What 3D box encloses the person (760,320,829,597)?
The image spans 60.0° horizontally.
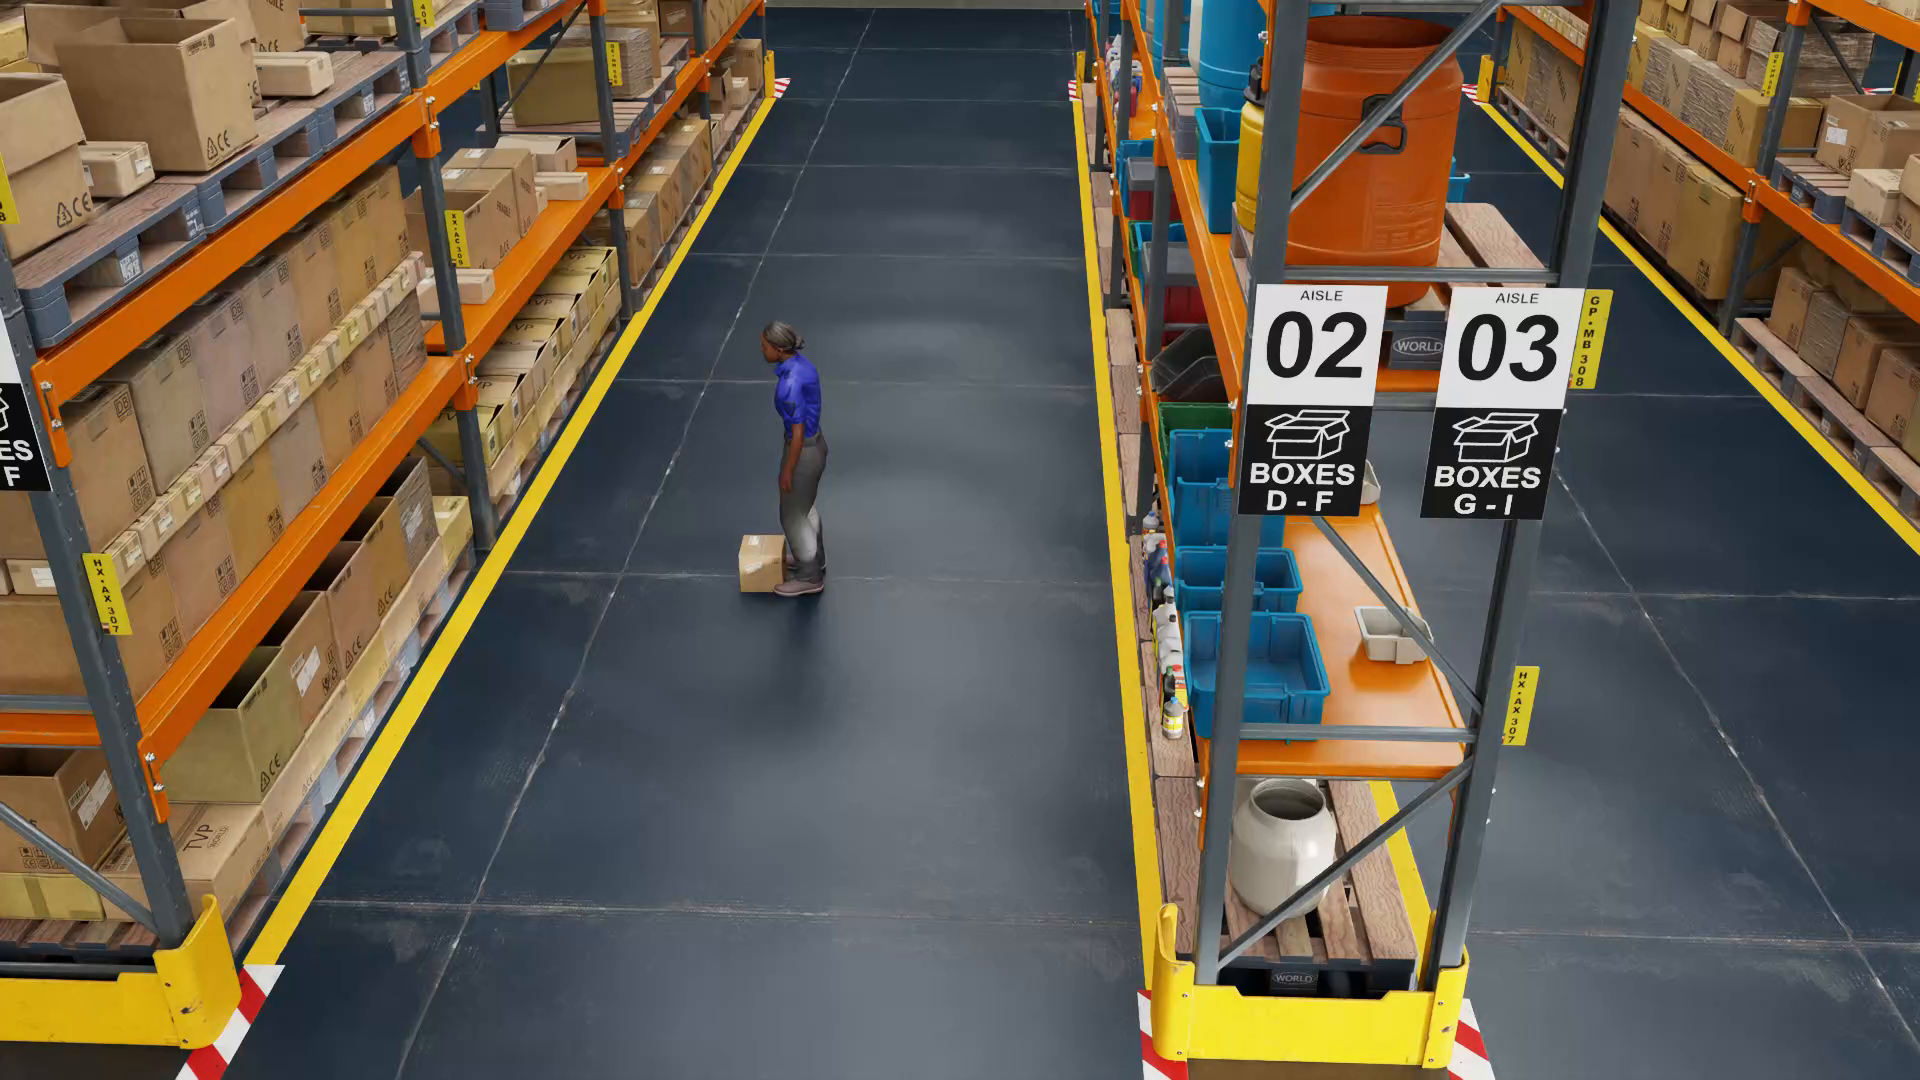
[{"bbox_3d":[-0.933,-0.485,9.534,0.348,1.655,0.491,1,28,2],"label":"person"}]
